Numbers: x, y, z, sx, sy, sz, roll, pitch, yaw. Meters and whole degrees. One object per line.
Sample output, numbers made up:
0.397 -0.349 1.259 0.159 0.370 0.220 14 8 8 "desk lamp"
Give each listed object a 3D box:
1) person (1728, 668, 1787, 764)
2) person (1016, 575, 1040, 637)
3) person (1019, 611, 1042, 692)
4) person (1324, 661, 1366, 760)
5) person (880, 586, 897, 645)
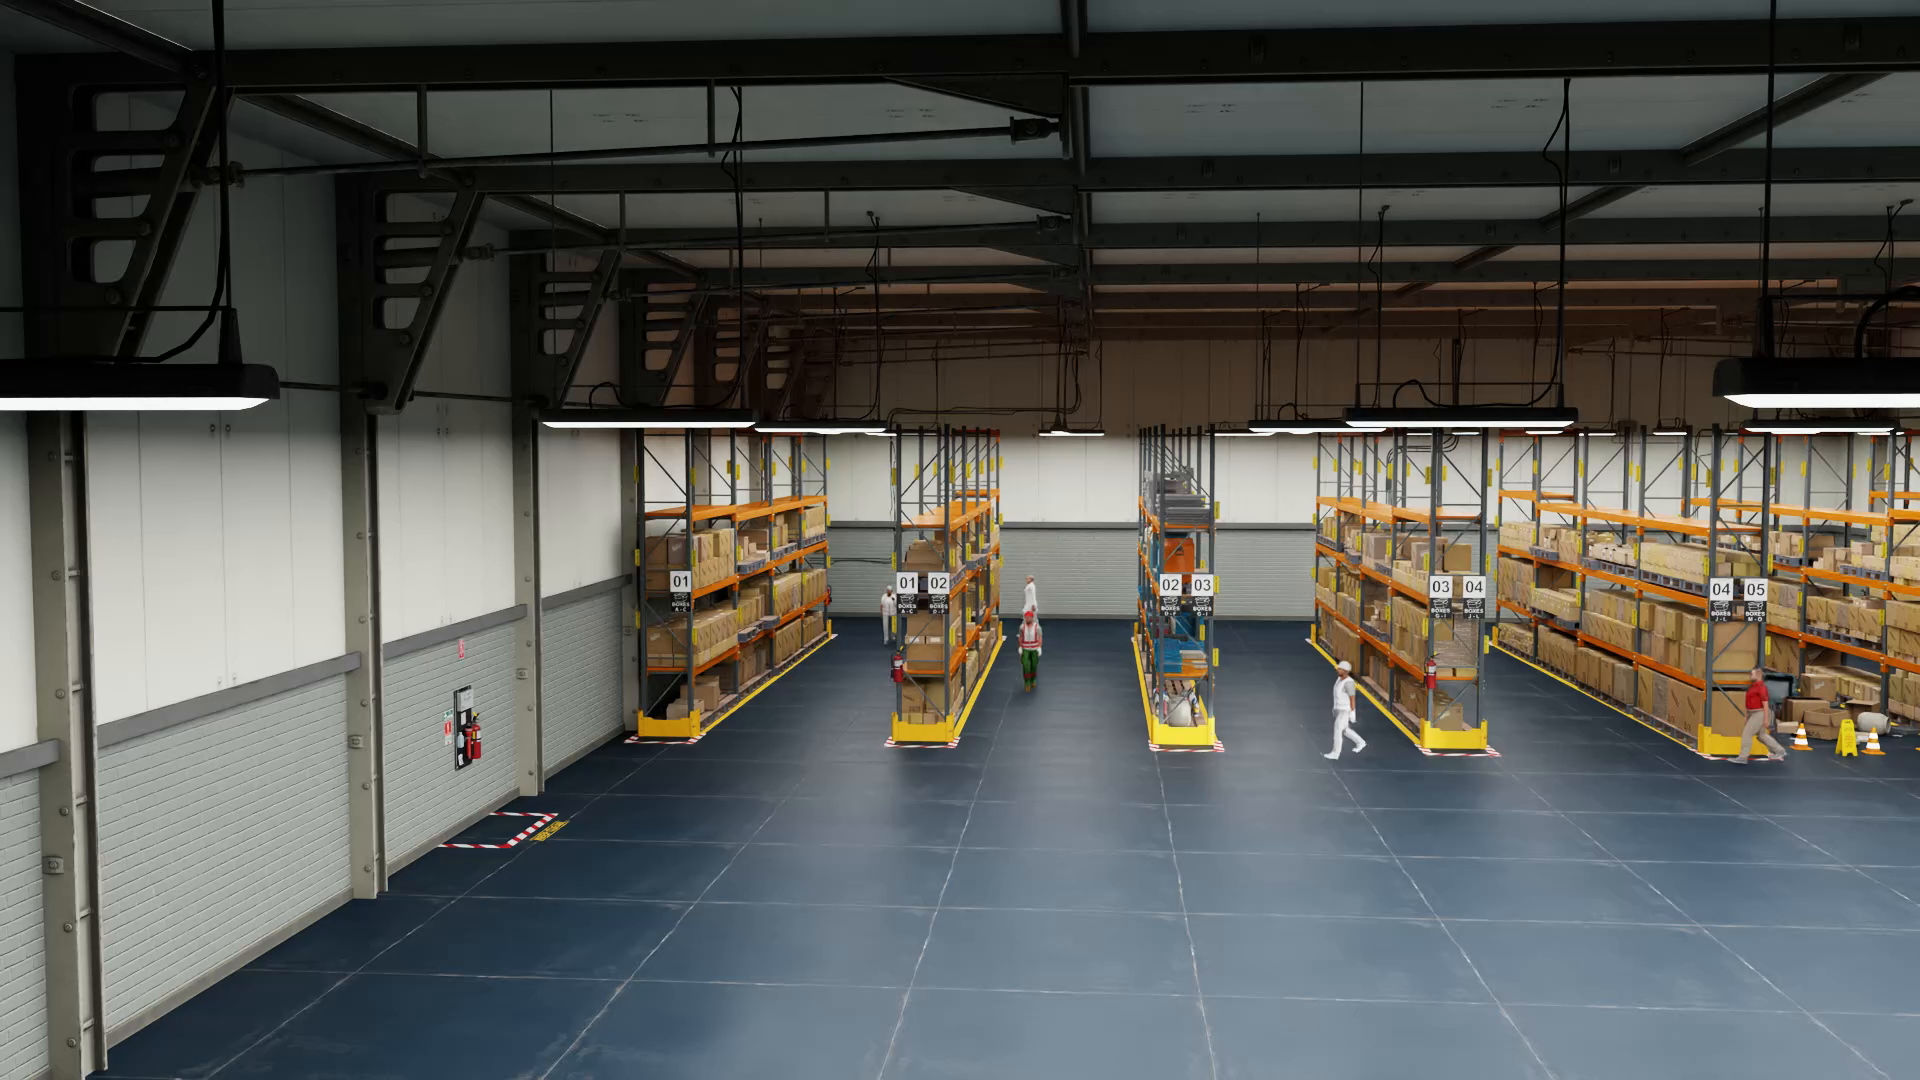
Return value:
14.040 3.093 29.220 1.047 1.678 0.540 0 4 7 "person"
2.011 1.904 48.267 0.729 1.795 0.641 0 3 7 "person"
1.604 2.539 37.933 0.551 1.827 0.746 0 3 5 "person"
6.911 3.032 29.749 1.006 1.750 0.563 -1 4 -22 "person"
-1.967 2.080 46.410 0.525 1.605 1.022 0 3 1 "person"
